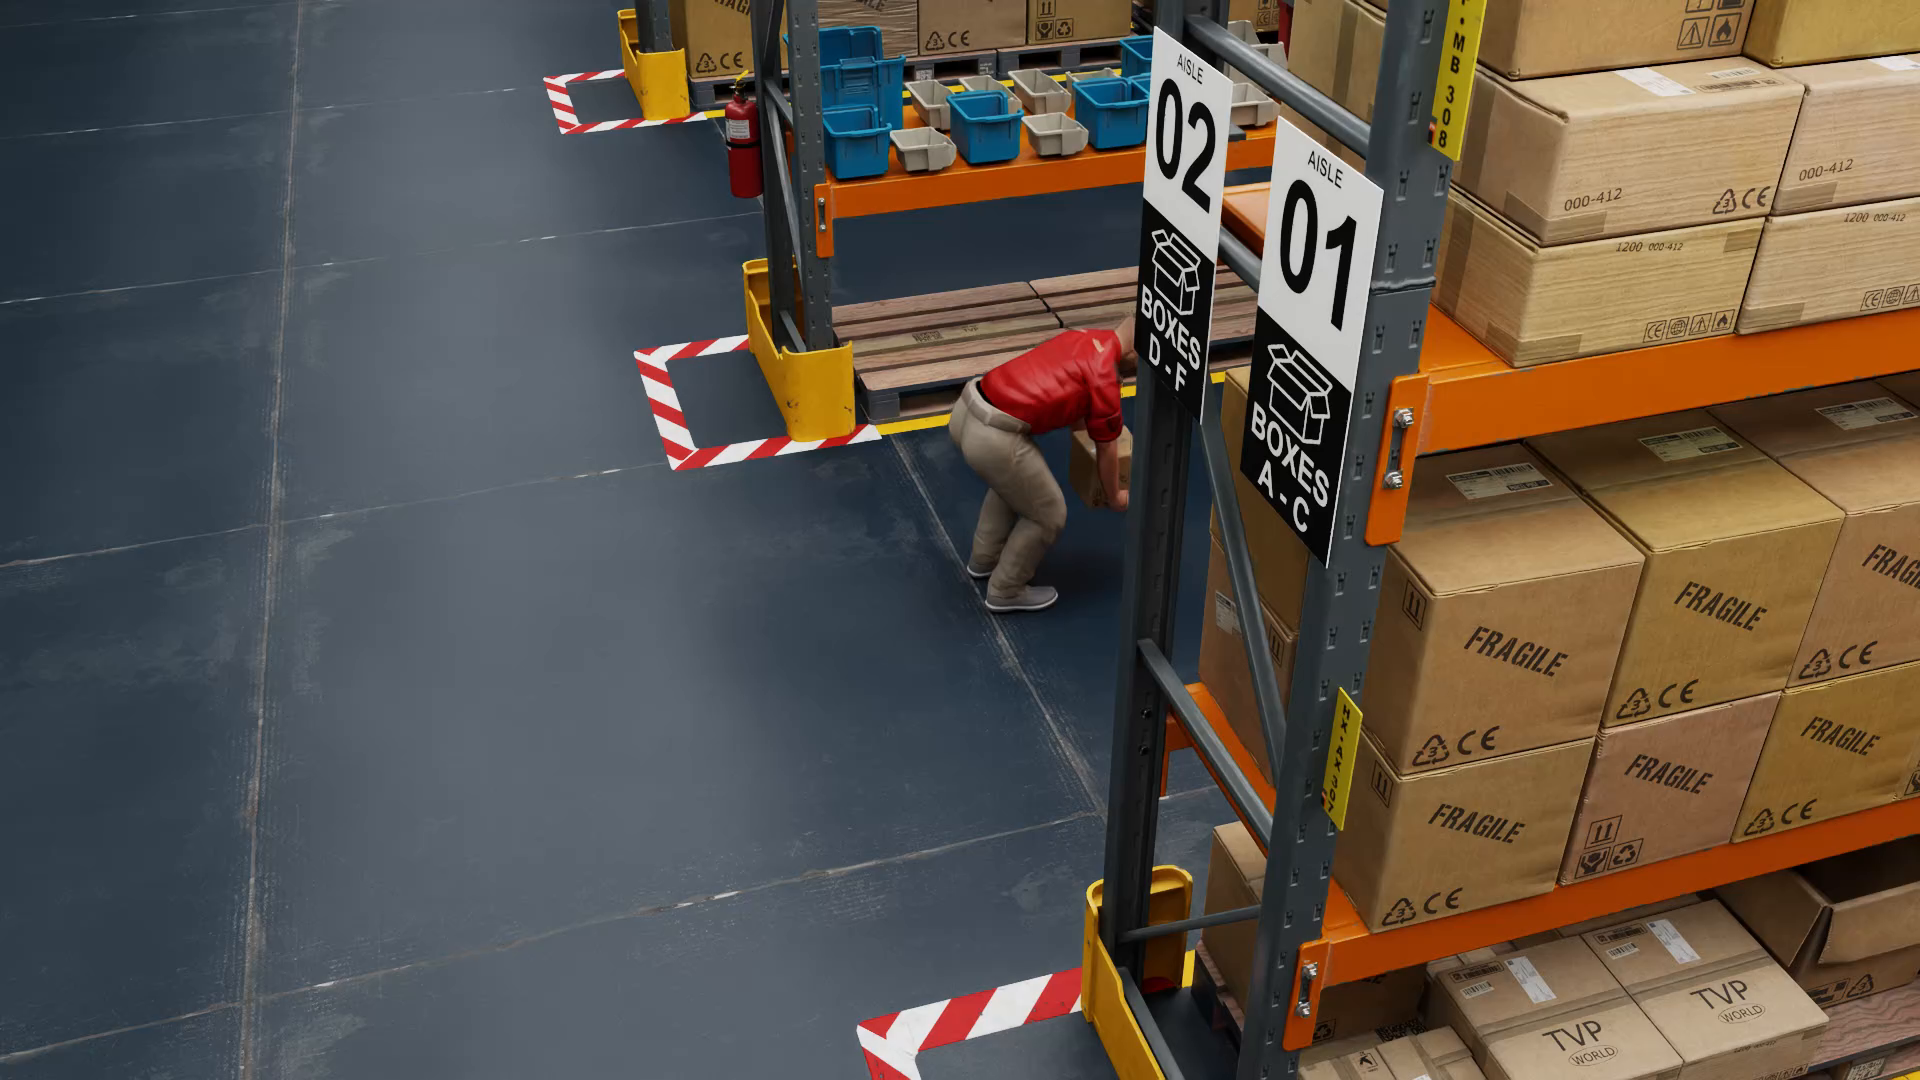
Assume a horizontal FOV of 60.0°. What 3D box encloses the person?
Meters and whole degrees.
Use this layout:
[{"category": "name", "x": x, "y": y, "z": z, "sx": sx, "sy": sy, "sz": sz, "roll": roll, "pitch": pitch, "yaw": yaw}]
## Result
[{"category": "person", "x": 0.412, "y": -0.342, "z": 7.113, "sx": 0.916, "sy": 1.241, "sz": 0.503, "roll": -11, "pitch": 35, "yaw": -16}]
